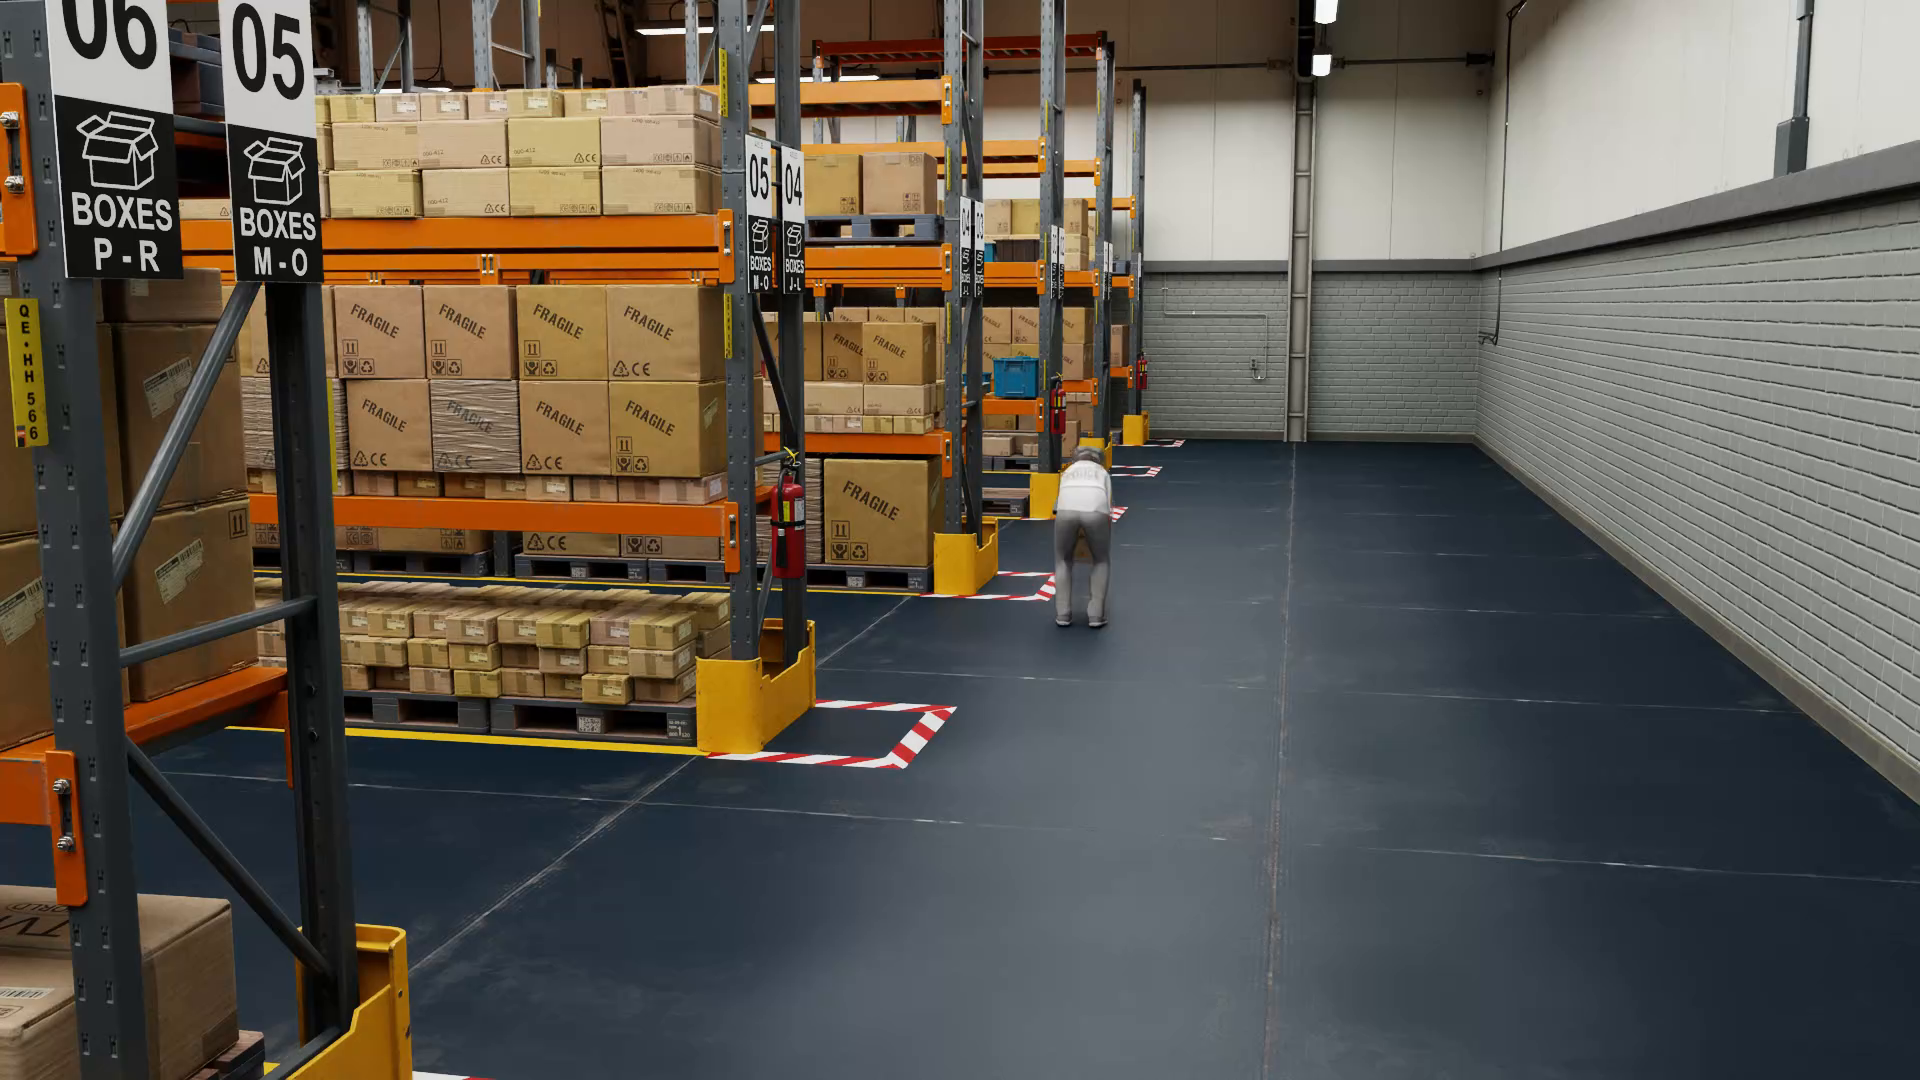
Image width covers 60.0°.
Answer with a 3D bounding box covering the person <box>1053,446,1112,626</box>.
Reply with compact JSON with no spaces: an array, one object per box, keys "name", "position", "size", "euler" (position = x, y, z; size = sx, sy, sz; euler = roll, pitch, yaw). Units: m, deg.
[{"name":"person","position":[0.932,-0.038,12.440],"size":[0.414,1.291,0.902],"euler":[1,8,10]}]
